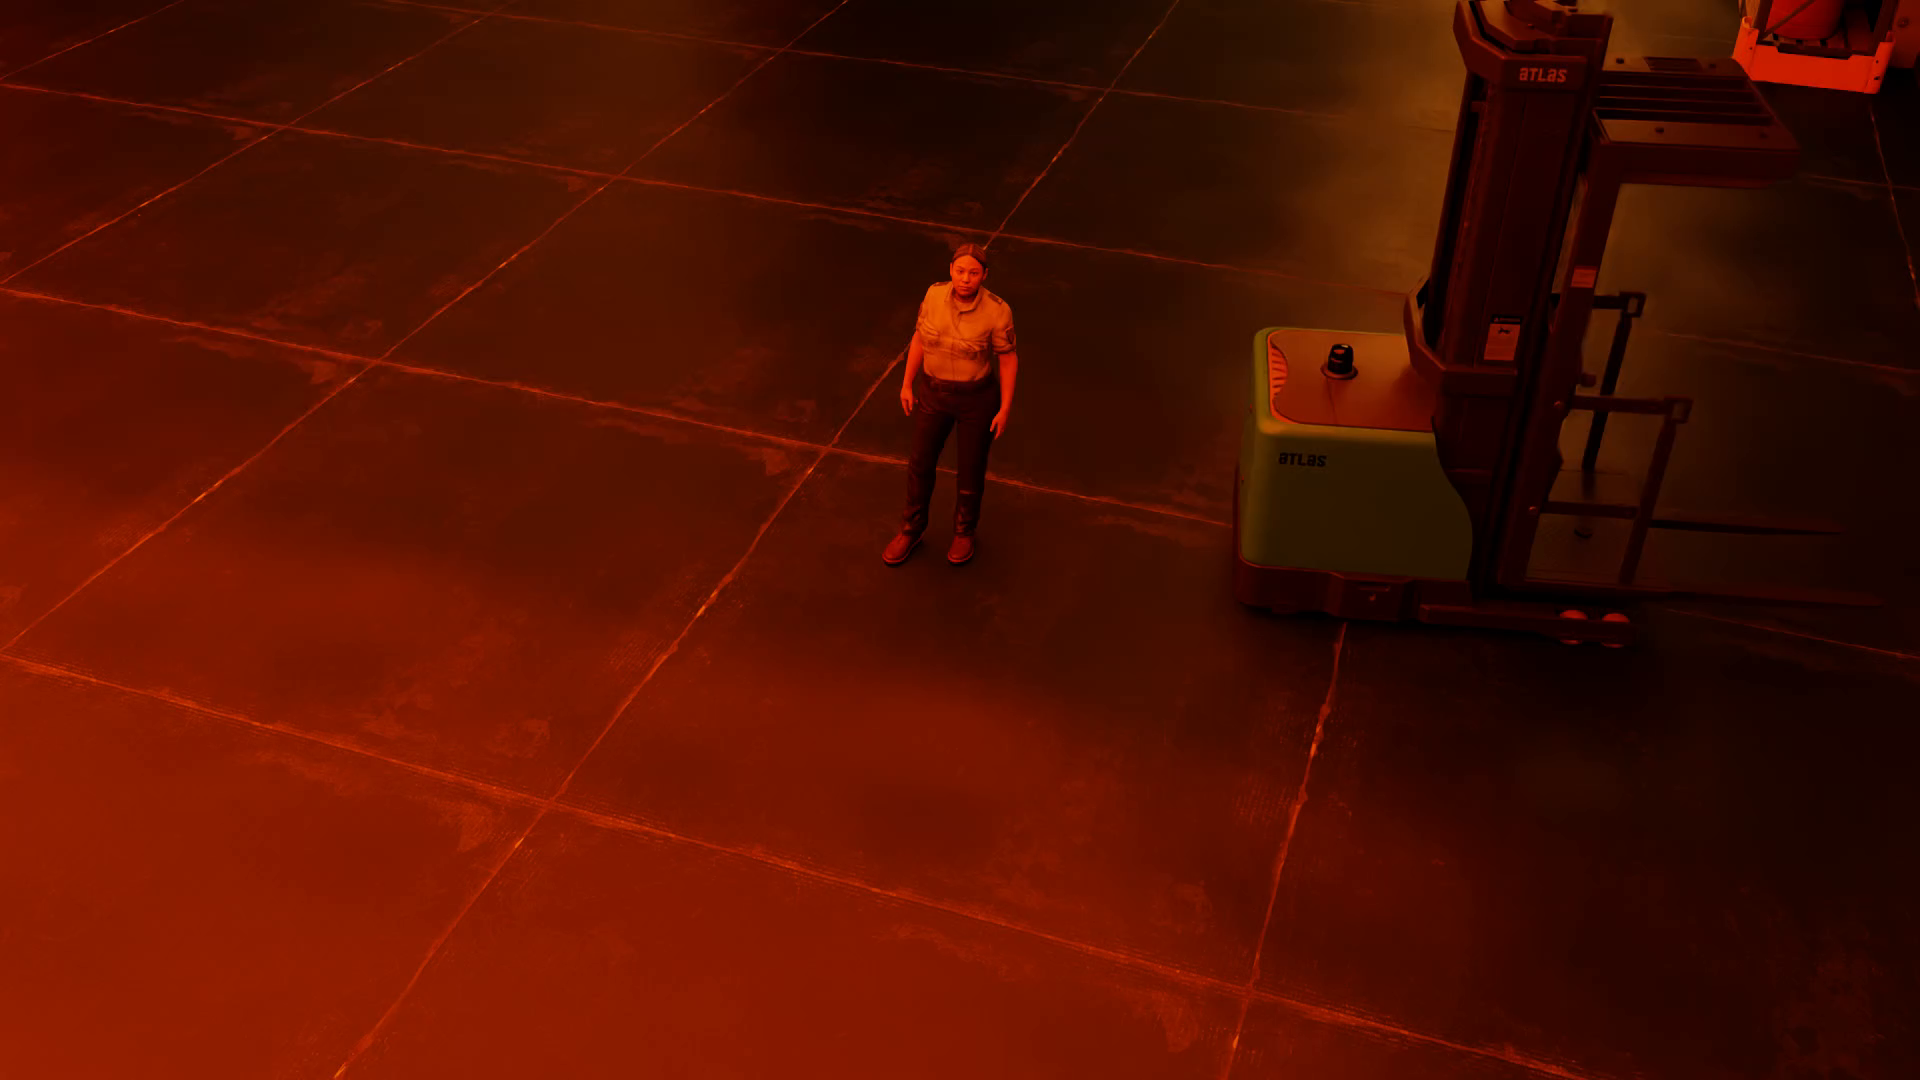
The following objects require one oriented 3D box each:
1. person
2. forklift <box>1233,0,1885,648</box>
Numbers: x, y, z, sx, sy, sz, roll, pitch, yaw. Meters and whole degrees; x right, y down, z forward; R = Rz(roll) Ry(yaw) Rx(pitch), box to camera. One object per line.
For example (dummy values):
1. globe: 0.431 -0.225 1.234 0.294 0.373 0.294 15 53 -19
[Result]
1. person: -0.052 -0.633 8.101 0.598 1.651 0.502 12 37 16
2. forklift: 2.899 -1.010 7.535 3.031 2.935 1.130 4 36 6
